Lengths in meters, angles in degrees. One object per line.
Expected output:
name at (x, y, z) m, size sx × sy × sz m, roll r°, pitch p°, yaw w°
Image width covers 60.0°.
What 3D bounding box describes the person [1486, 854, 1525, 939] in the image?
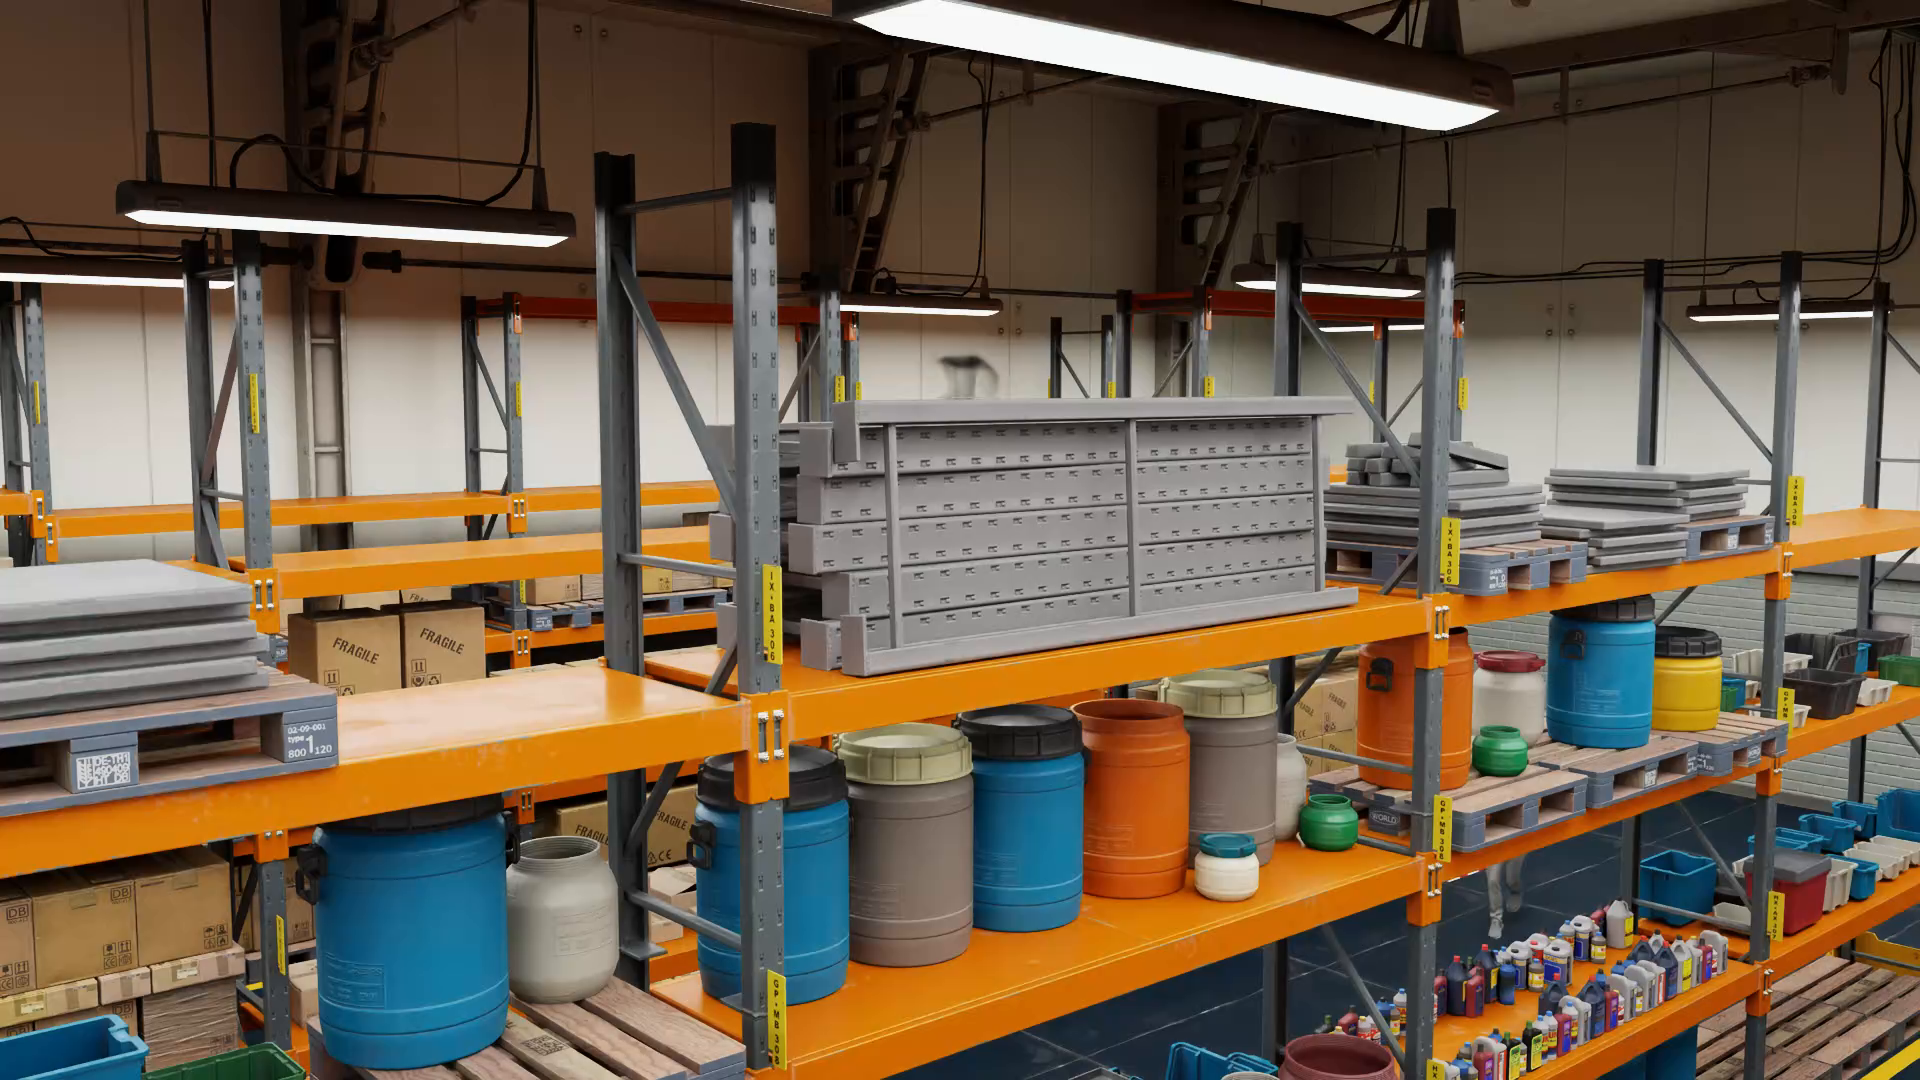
person at (5.186, 2.860, 15.739) m, size 0.650 × 1.705 × 0.803 m, roll 3°, pitch 6°, yaw 32°
